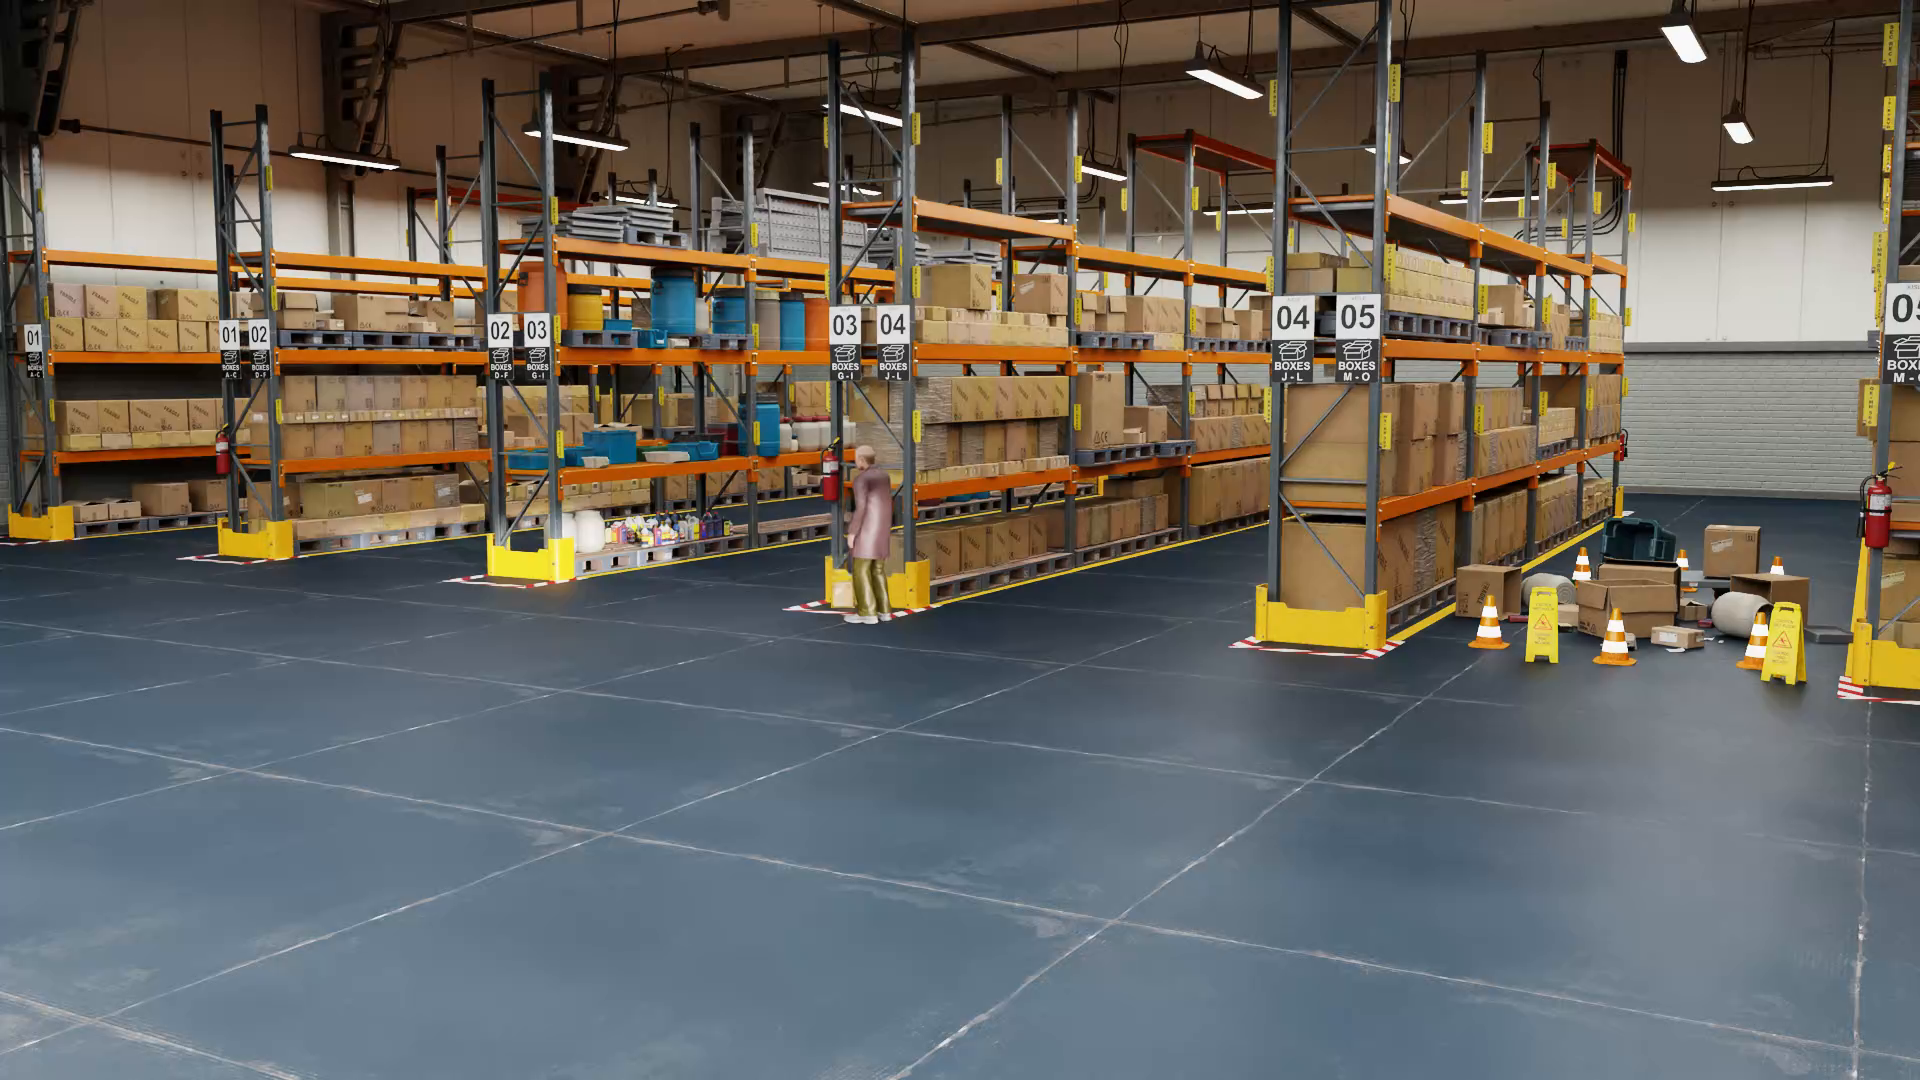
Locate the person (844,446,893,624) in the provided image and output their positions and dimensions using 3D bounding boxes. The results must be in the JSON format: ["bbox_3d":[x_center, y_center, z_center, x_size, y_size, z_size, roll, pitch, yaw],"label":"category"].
[{"bbox_3d":[-0.910,-0.057,16.641,0.429,1.772,0.643,3,7,31],"label":"person"}]
